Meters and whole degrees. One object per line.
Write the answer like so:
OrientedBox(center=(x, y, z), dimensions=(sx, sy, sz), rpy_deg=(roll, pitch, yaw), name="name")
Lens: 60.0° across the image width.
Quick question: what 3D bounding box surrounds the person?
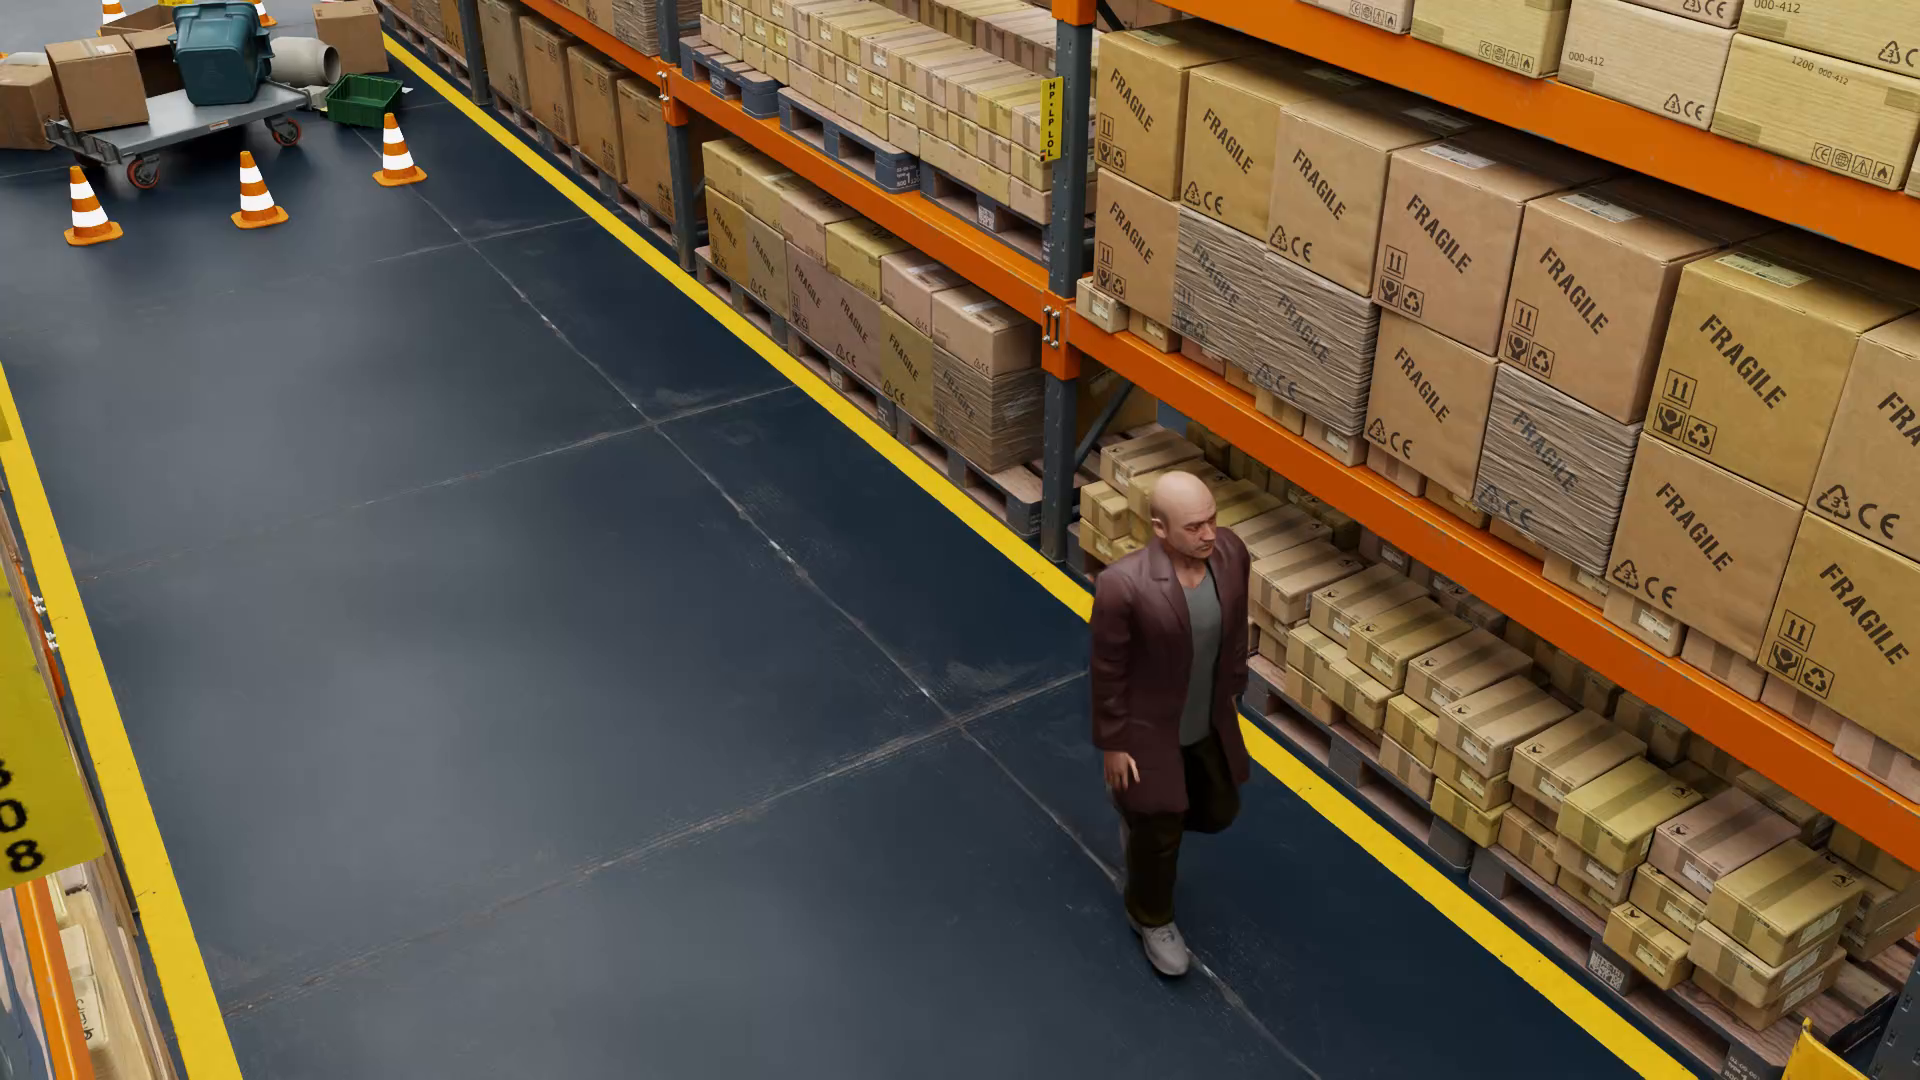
OrientedBox(center=(0.641, 0.525, 5.268), dimensions=(0.589, 1.763, 0.683), rpy_deg=(-16, 36, -24), name="person")
